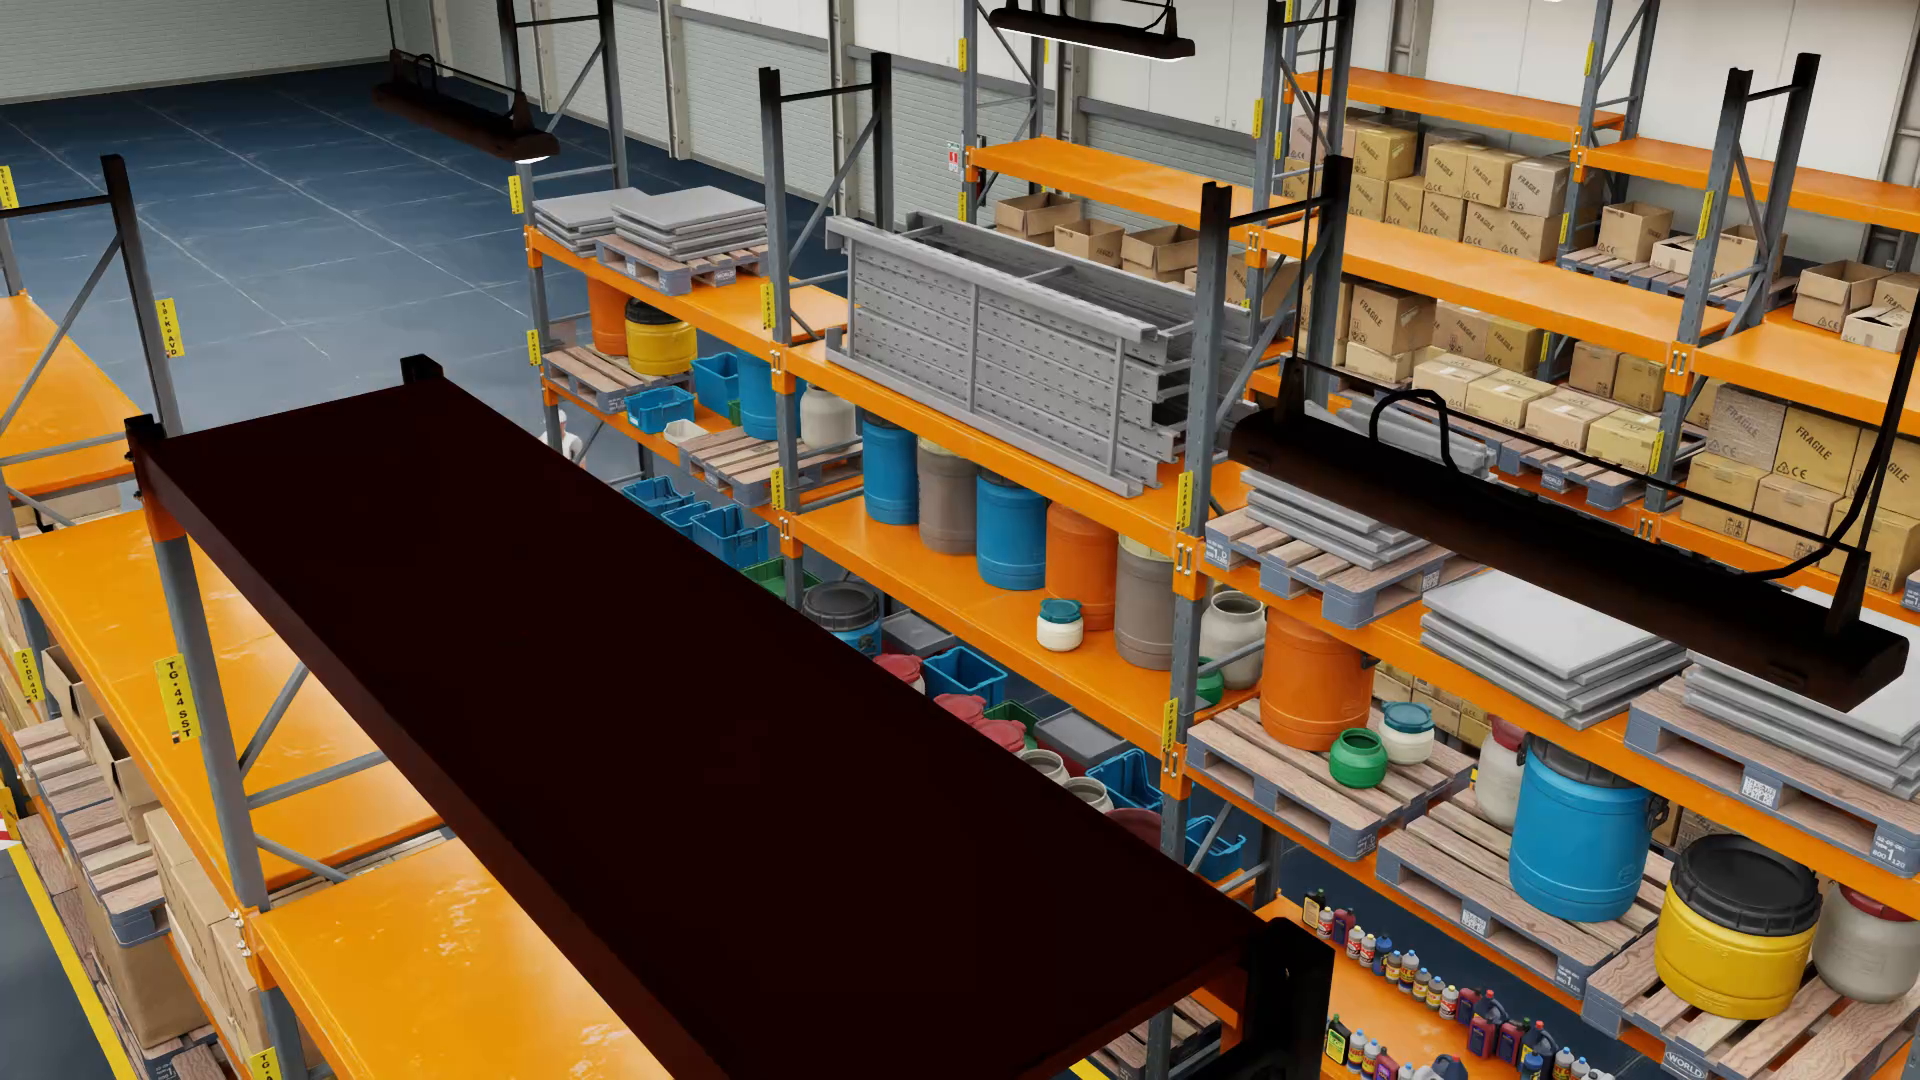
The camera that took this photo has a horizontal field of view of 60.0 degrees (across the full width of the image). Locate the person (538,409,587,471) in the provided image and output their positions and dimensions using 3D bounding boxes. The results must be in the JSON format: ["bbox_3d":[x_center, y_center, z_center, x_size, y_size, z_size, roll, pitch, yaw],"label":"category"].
[{"bbox_3d":[-4.145,-0.551,17.370,0.562,1.788,0.747,12,29,24],"label":"person"}]
